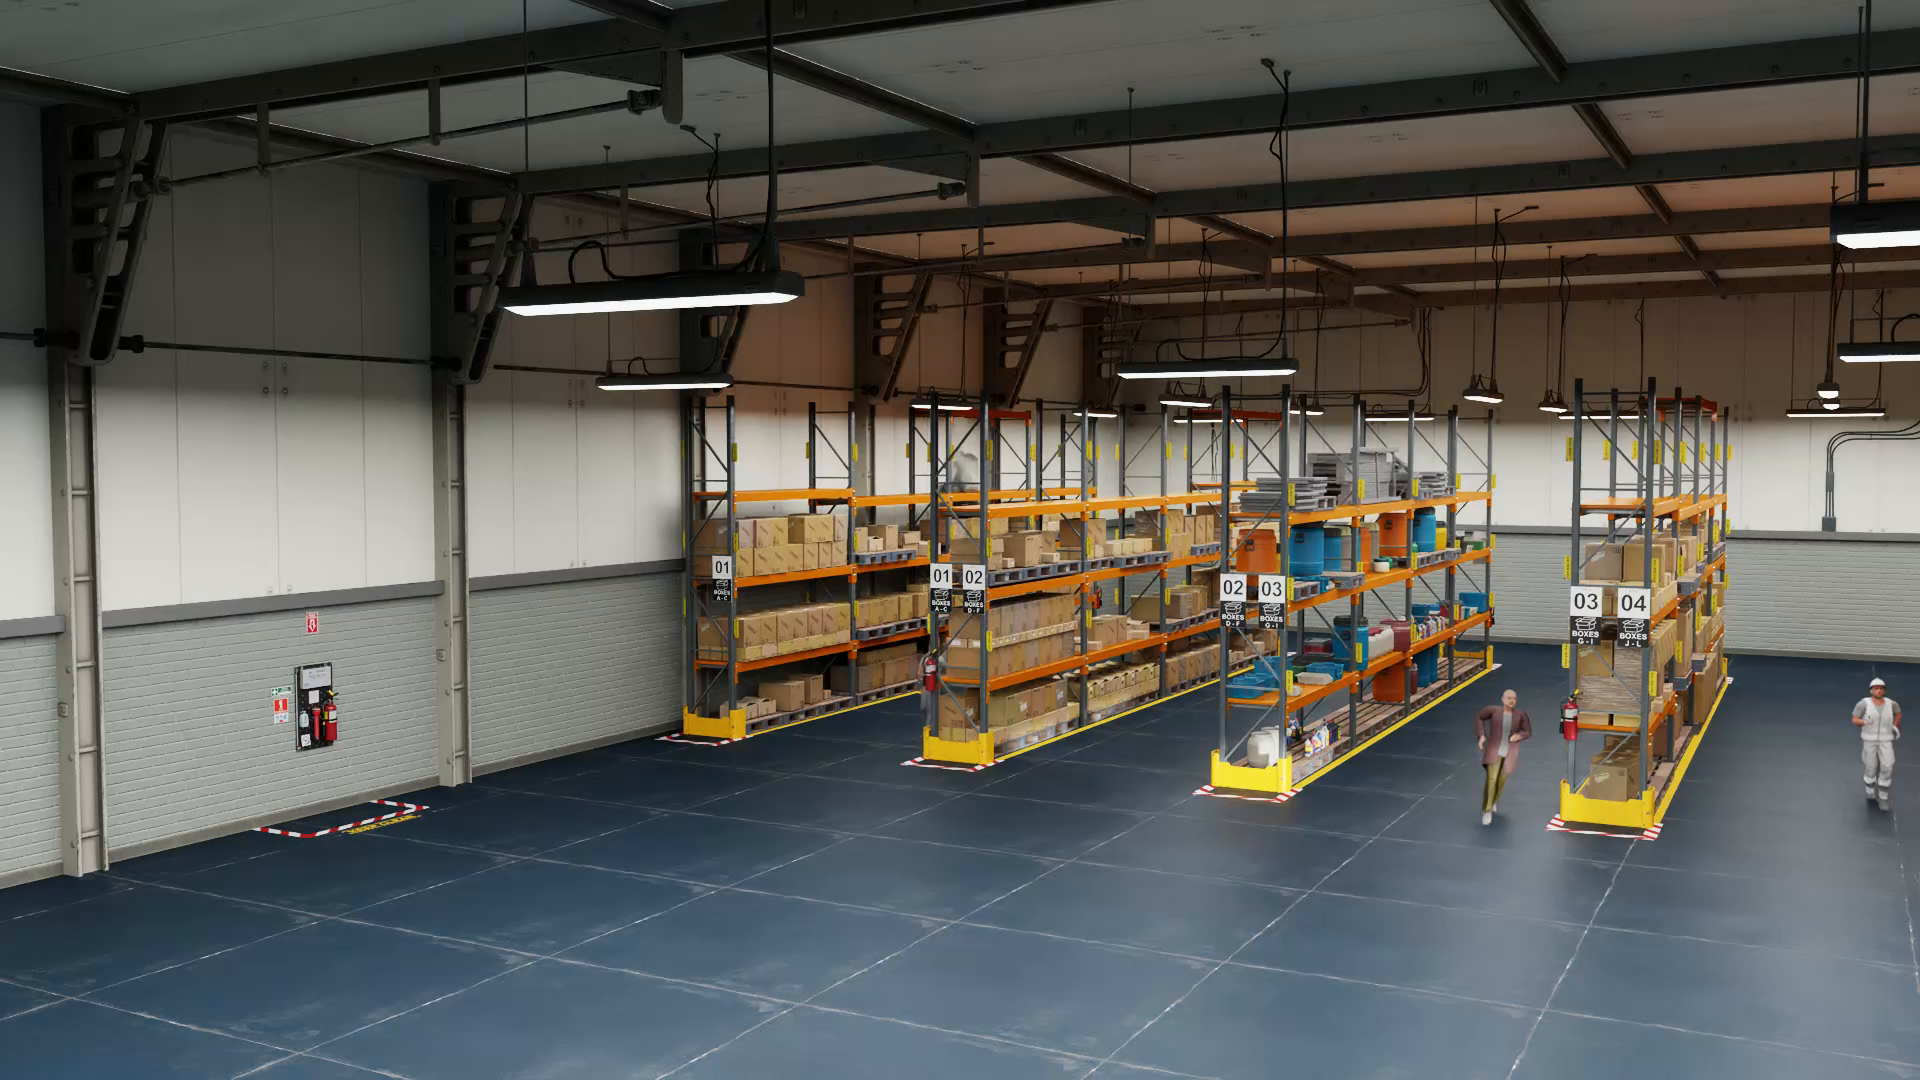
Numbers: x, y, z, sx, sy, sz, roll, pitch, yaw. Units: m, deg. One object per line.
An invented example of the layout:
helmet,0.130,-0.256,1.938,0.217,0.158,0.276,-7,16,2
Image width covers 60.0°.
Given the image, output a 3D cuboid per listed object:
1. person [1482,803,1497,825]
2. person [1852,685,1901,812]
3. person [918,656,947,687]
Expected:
person,7.246,3.685,22.785,0.300,0.286,0.950,0,3,8
person,12.924,2.895,23.438,0.637,1.792,0.753,1,3,23
person,-0.503,2.340,29.656,0.540,0.562,0.326,1,3,20
